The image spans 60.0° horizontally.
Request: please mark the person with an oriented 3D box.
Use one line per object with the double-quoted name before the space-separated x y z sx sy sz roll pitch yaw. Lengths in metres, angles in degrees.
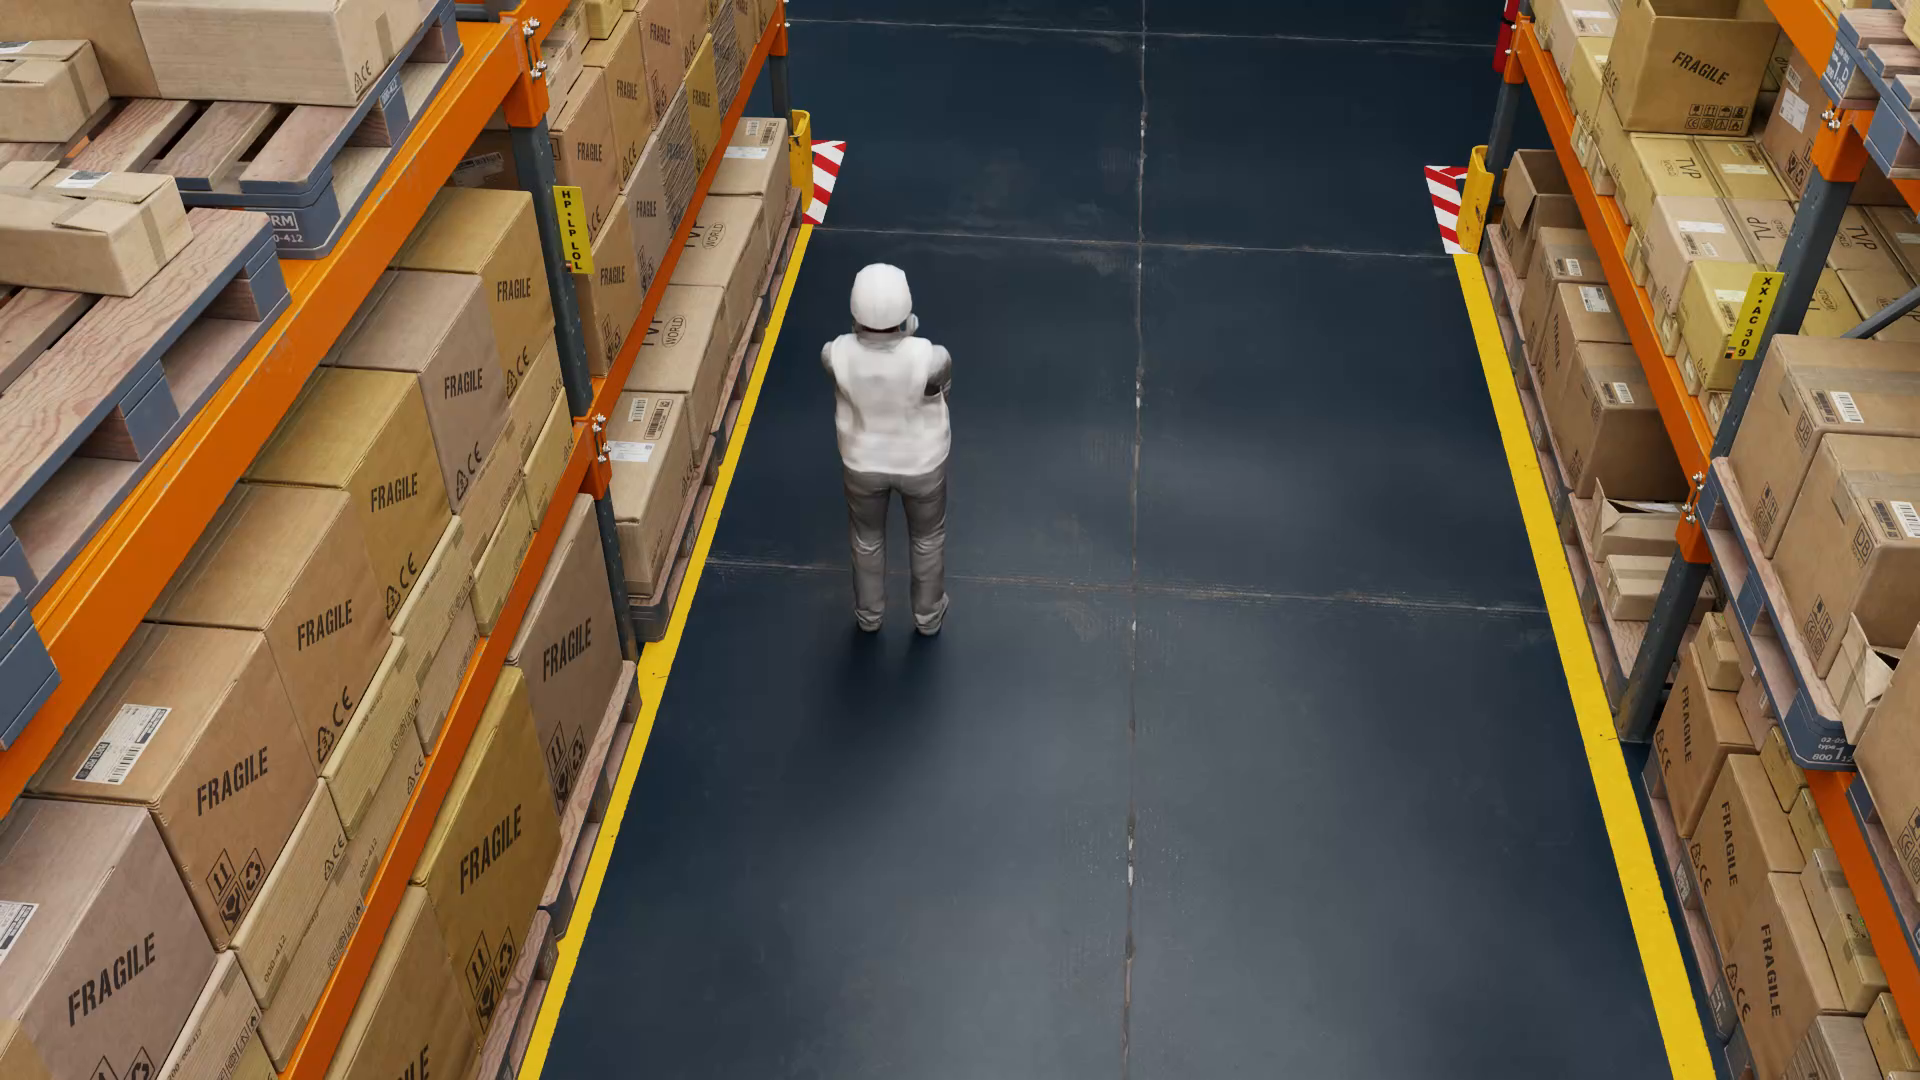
"person" -0.268 -0.396 6.618 0.494 1.762 0.556 3 40 4
